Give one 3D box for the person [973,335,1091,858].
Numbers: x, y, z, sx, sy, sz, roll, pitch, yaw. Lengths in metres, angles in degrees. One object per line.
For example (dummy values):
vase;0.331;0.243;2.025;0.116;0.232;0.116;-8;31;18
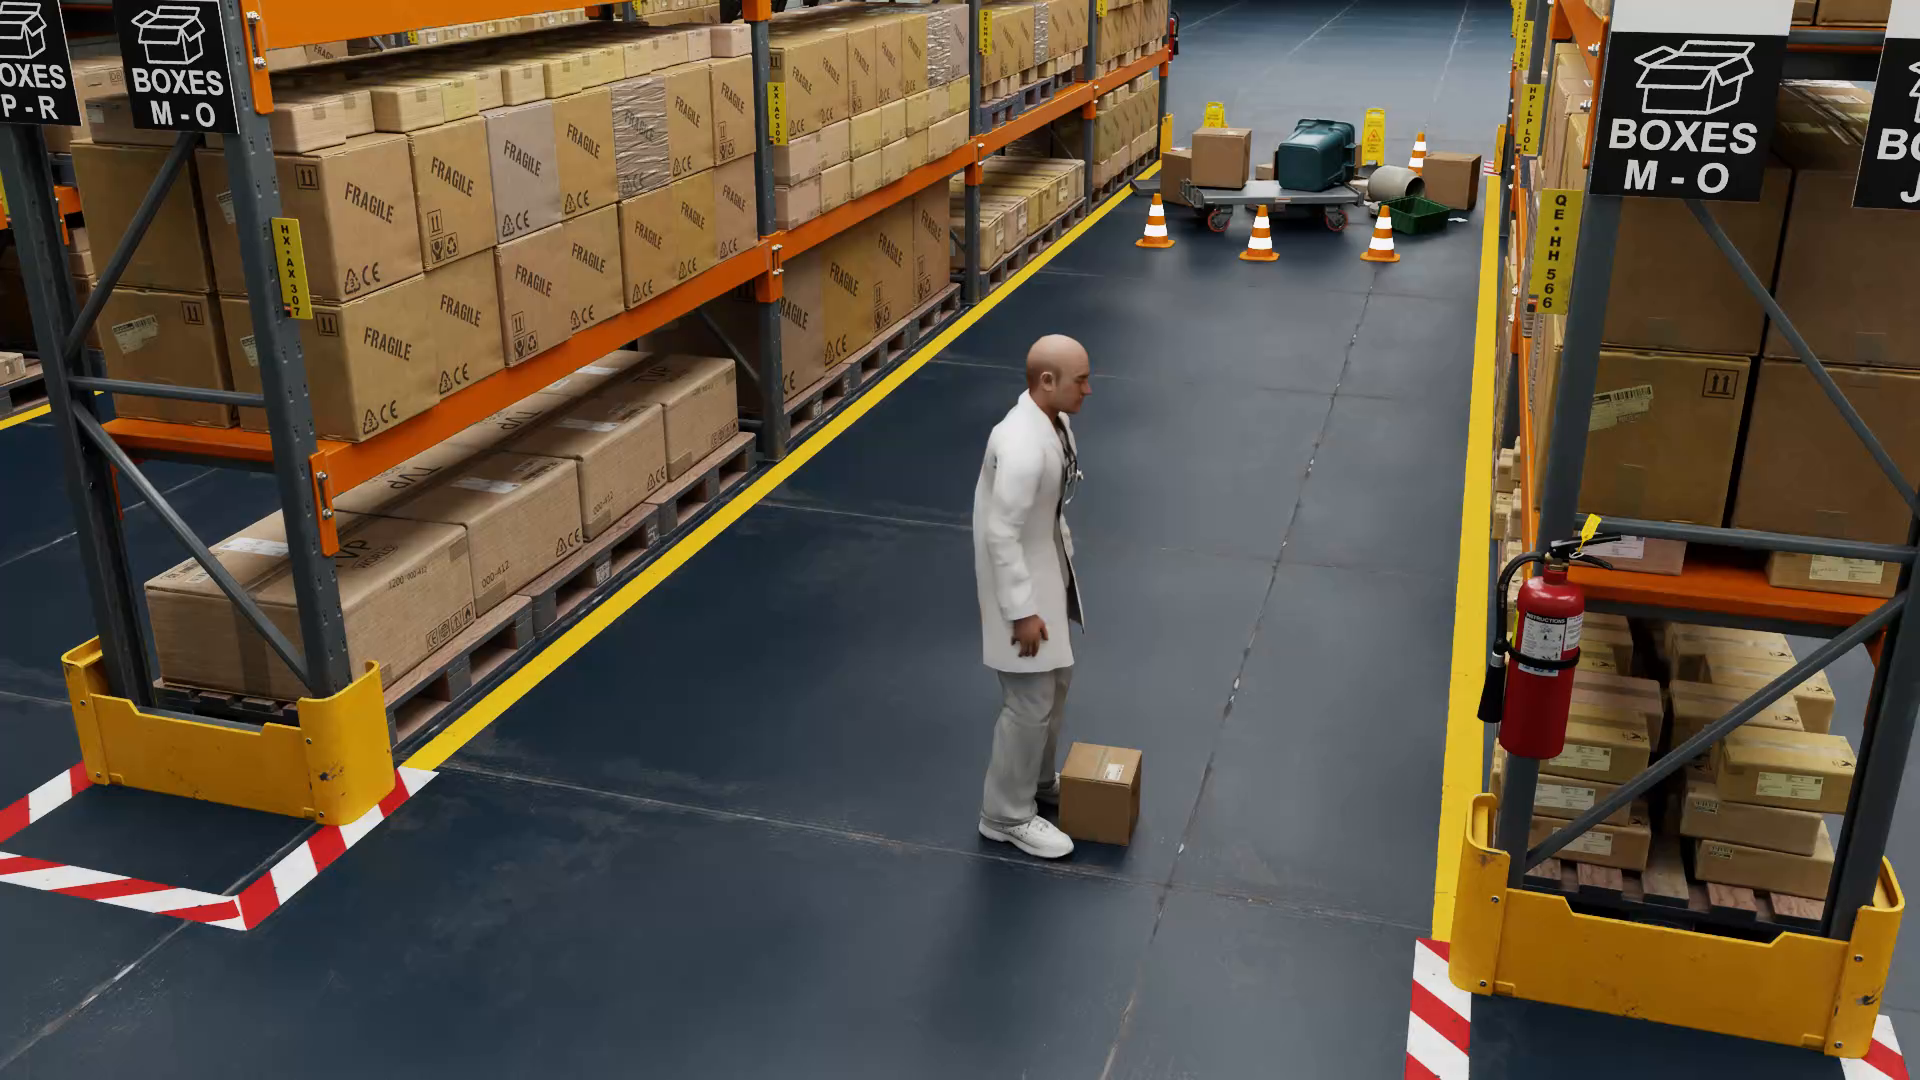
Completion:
person;7.639;-1.401;9.632;12.155;1.769;12.979;6;22;15
